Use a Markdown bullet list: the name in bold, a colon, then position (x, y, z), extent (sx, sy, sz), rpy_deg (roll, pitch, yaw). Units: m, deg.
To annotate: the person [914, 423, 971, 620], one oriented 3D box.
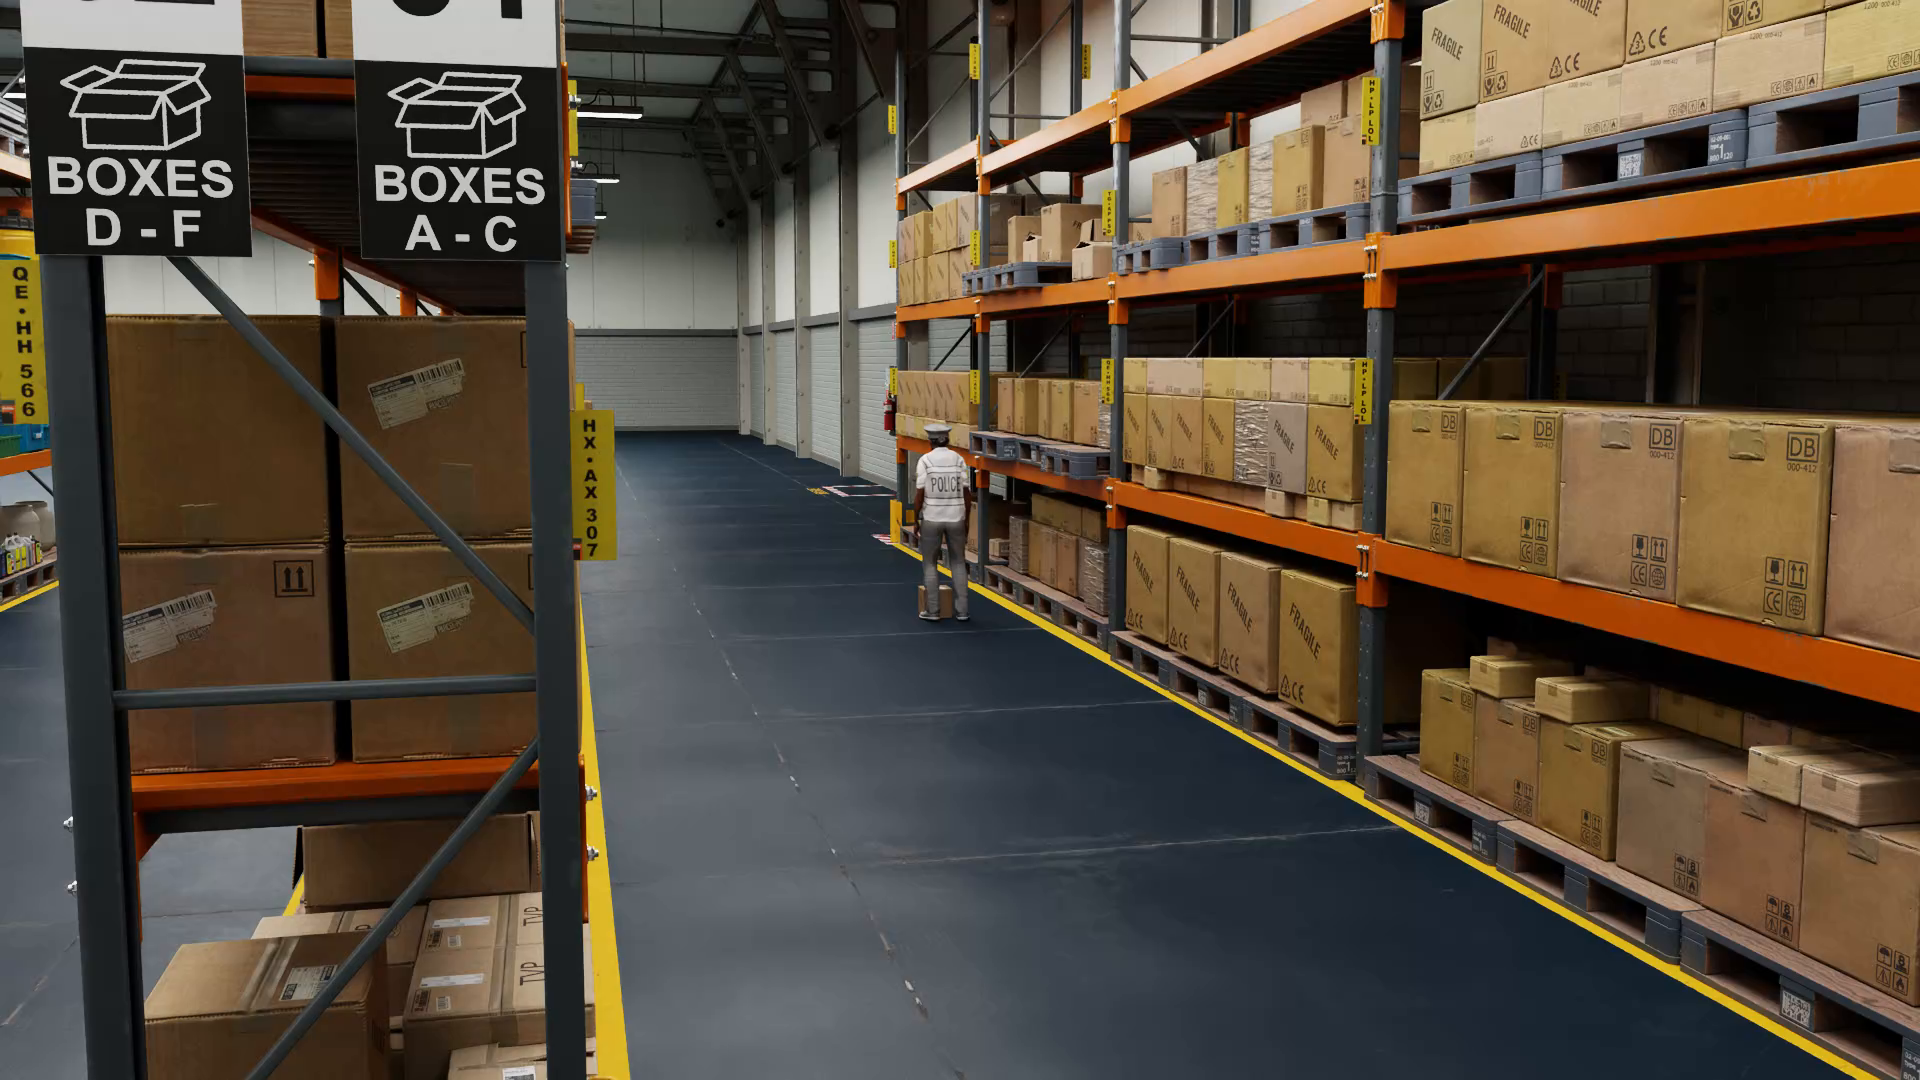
- **person**: position (-0.145, -0.145, 14.010), extent (0.506, 1.660, 0.415), rpy_deg (-1, 6, -13)
